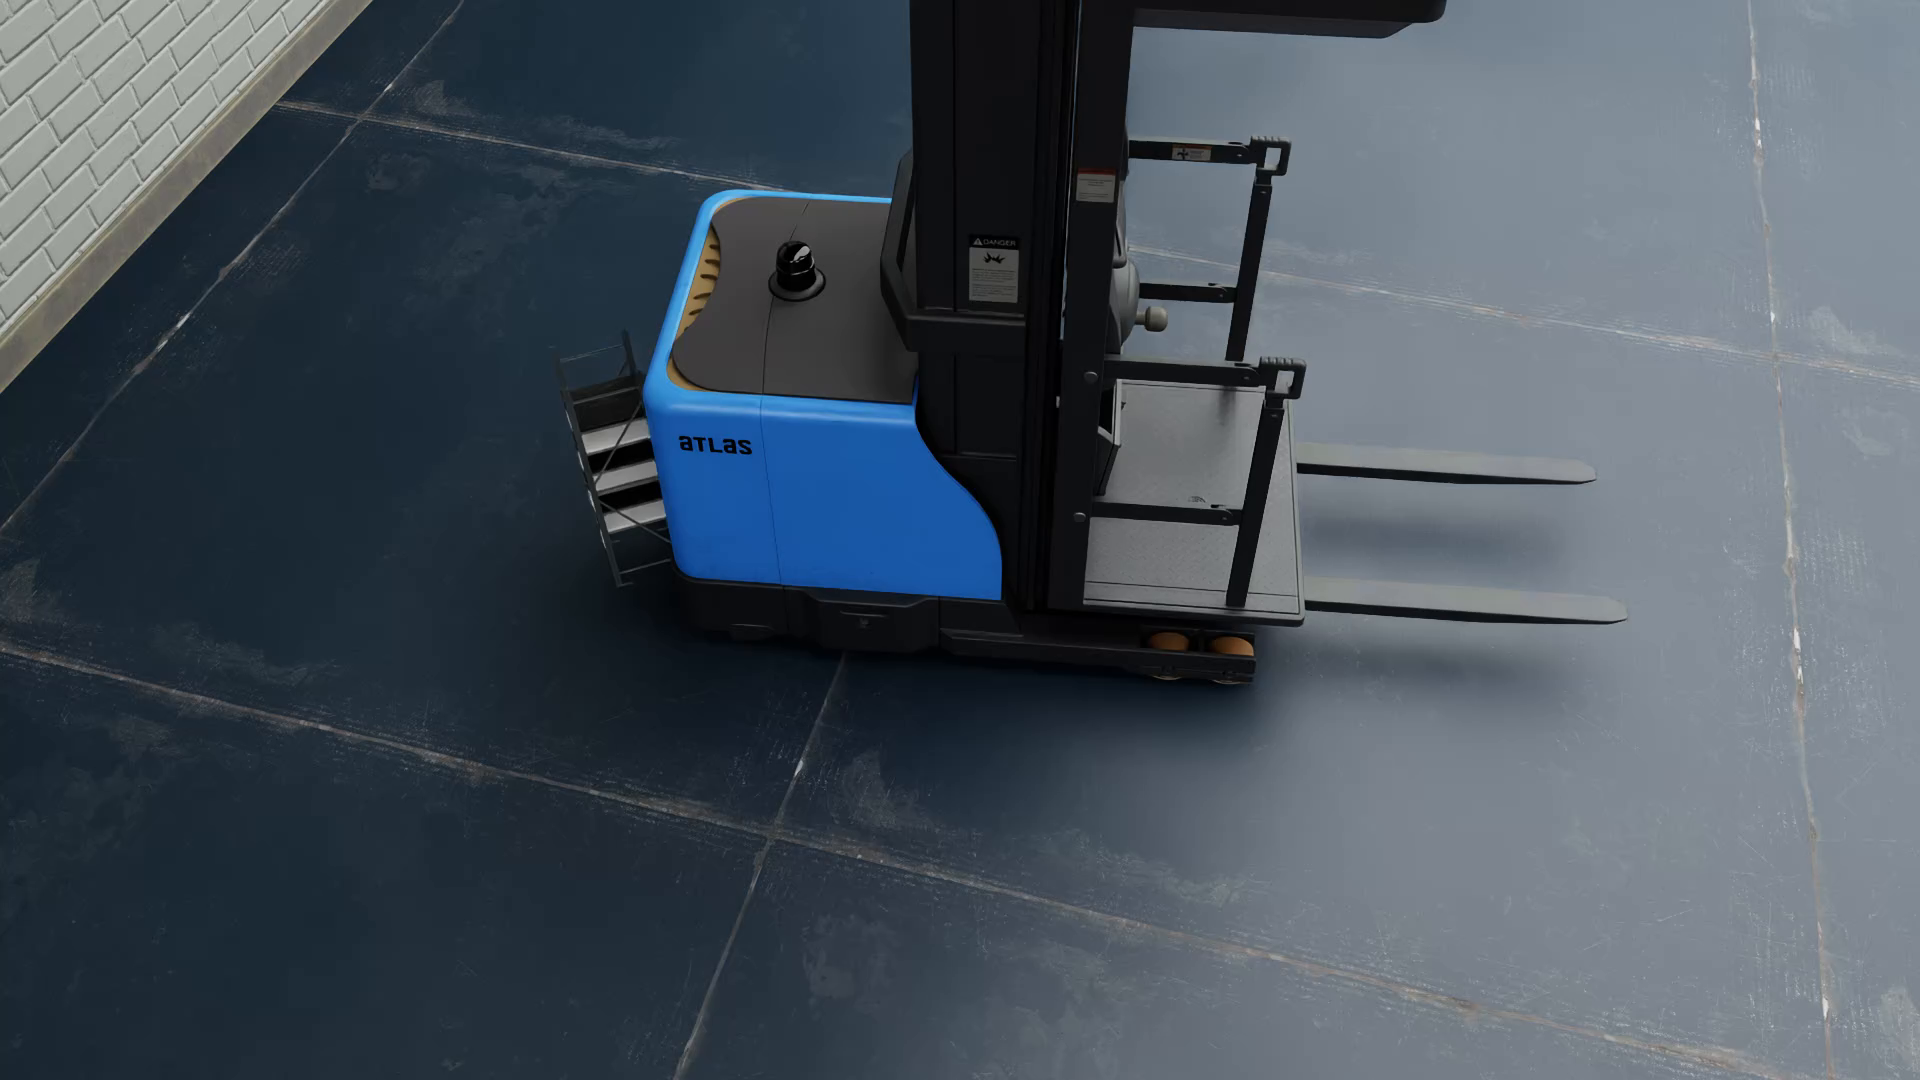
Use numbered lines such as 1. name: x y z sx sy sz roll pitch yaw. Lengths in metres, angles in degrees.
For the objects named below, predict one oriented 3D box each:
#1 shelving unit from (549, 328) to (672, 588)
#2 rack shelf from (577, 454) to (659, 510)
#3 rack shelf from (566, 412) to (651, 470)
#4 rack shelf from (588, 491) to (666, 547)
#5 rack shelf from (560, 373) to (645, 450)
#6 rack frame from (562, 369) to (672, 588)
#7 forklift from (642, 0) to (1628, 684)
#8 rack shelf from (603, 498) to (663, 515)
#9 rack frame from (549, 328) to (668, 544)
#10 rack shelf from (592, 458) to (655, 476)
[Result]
1. shelving unit: -1.091 -0.246 5.360 0.258 0.900 0.210 -16 49 -12
2. rack shelf: -1.090 -0.224 5.384 0.258 0.077 0.200 -16 49 -12
3. rack shelf: -1.095 -0.345 5.251 0.258 0.077 0.200 -16 49 -12
4. rack shelf: -1.084 -0.103 5.518 0.258 0.077 0.200 -16 49 -12
5. rack shelf: -1.098 -0.405 5.185 0.258 0.077 0.200 -16 49 -12
6. rack frame: -1.057 -0.176 5.295 0.240 0.900 0.006 -16 49 -12
7. forklift: 0.626 -0.926 4.613 3.031 2.935 1.130 4 49 3
8. rack shelf: -1.088 -0.173 5.440 0.199 0.015 0.184 -16 49 -12
9. rack frame: -1.125 -0.316 5.425 0.240 0.900 0.006 -16 49 -12
10. rack shelf: -1.093 -0.294 5.307 0.199 0.015 0.184 -16 49 -12
